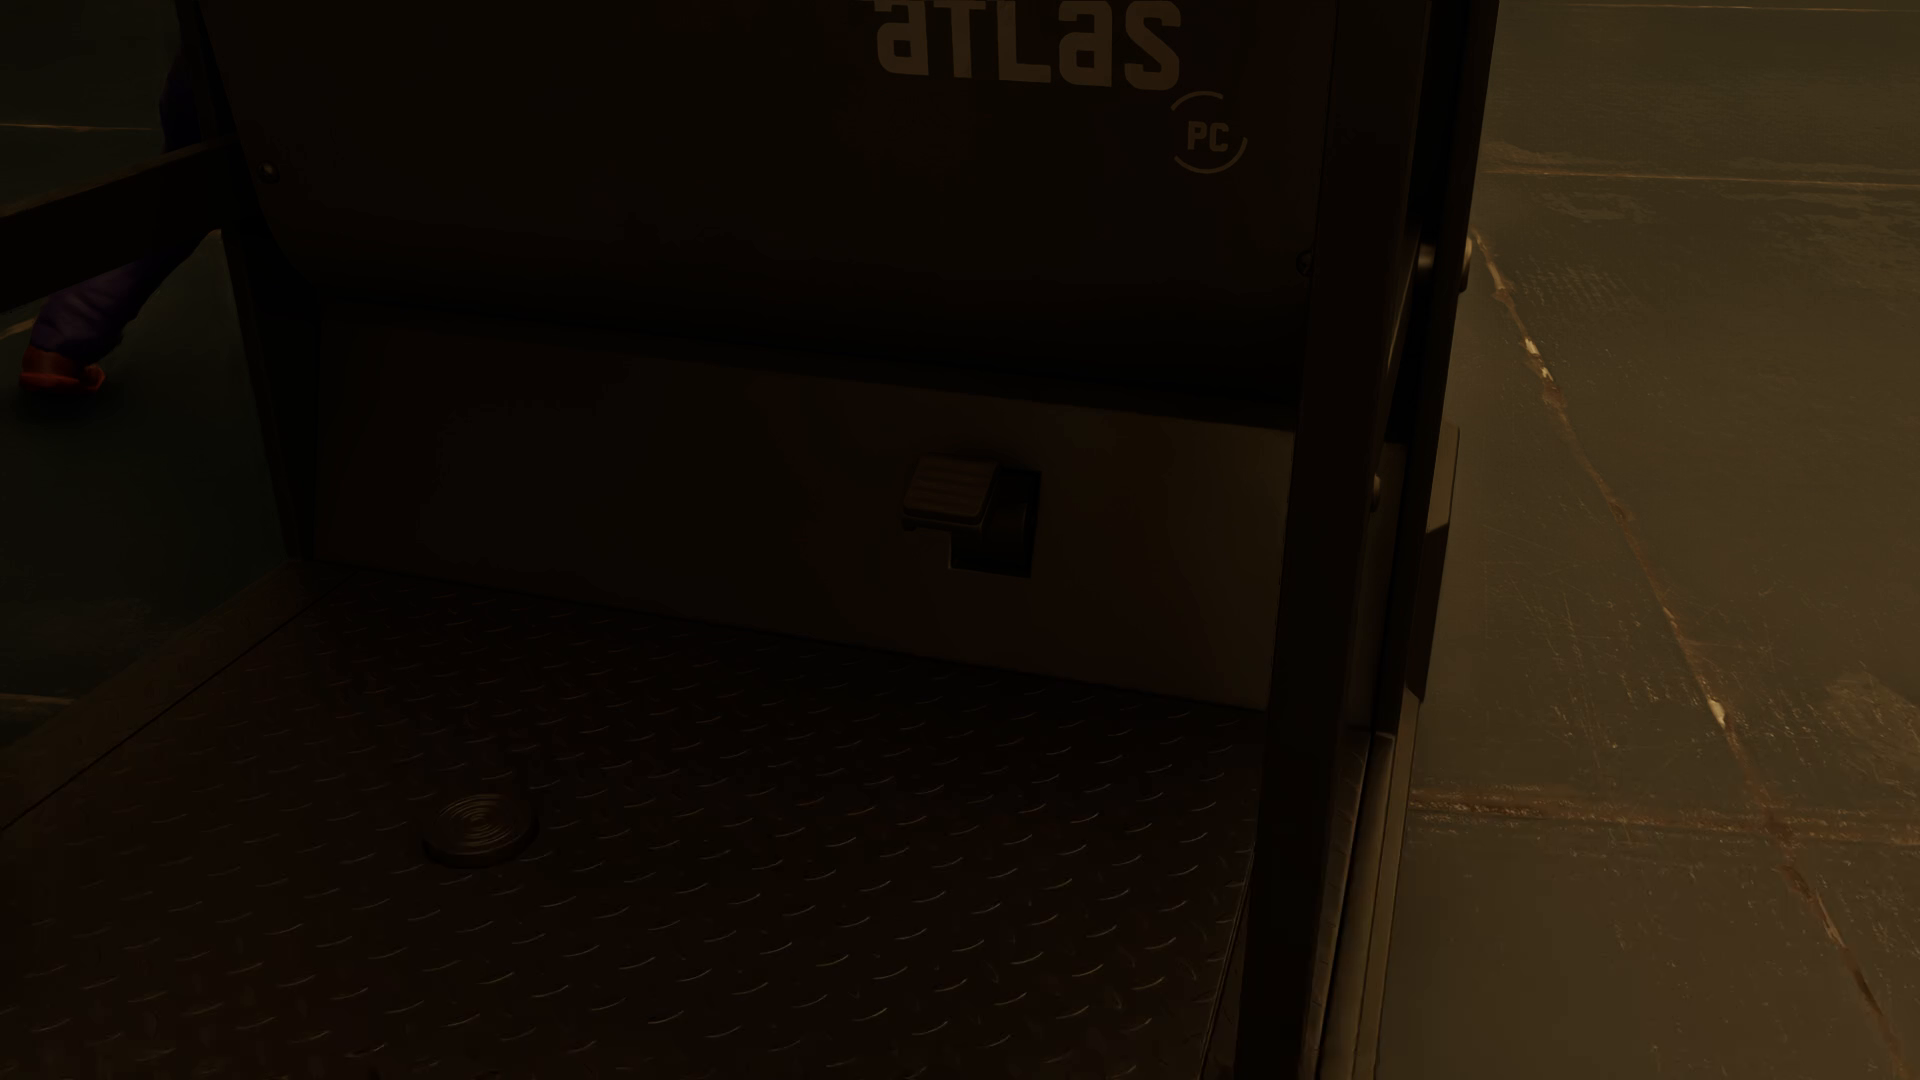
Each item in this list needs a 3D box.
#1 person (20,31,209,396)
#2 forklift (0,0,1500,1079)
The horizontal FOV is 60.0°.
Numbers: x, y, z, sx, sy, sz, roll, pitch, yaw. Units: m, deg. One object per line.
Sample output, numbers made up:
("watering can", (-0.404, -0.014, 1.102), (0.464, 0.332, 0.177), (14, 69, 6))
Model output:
("person", (-1.062, -0.966, 2.825), (1.107, 1.477, 0.959), (12, 29, 22))
("forklift", (-0.216, -0.814, 0.848), (1.130, 2.935, 3.031), (8, 28, 15))
